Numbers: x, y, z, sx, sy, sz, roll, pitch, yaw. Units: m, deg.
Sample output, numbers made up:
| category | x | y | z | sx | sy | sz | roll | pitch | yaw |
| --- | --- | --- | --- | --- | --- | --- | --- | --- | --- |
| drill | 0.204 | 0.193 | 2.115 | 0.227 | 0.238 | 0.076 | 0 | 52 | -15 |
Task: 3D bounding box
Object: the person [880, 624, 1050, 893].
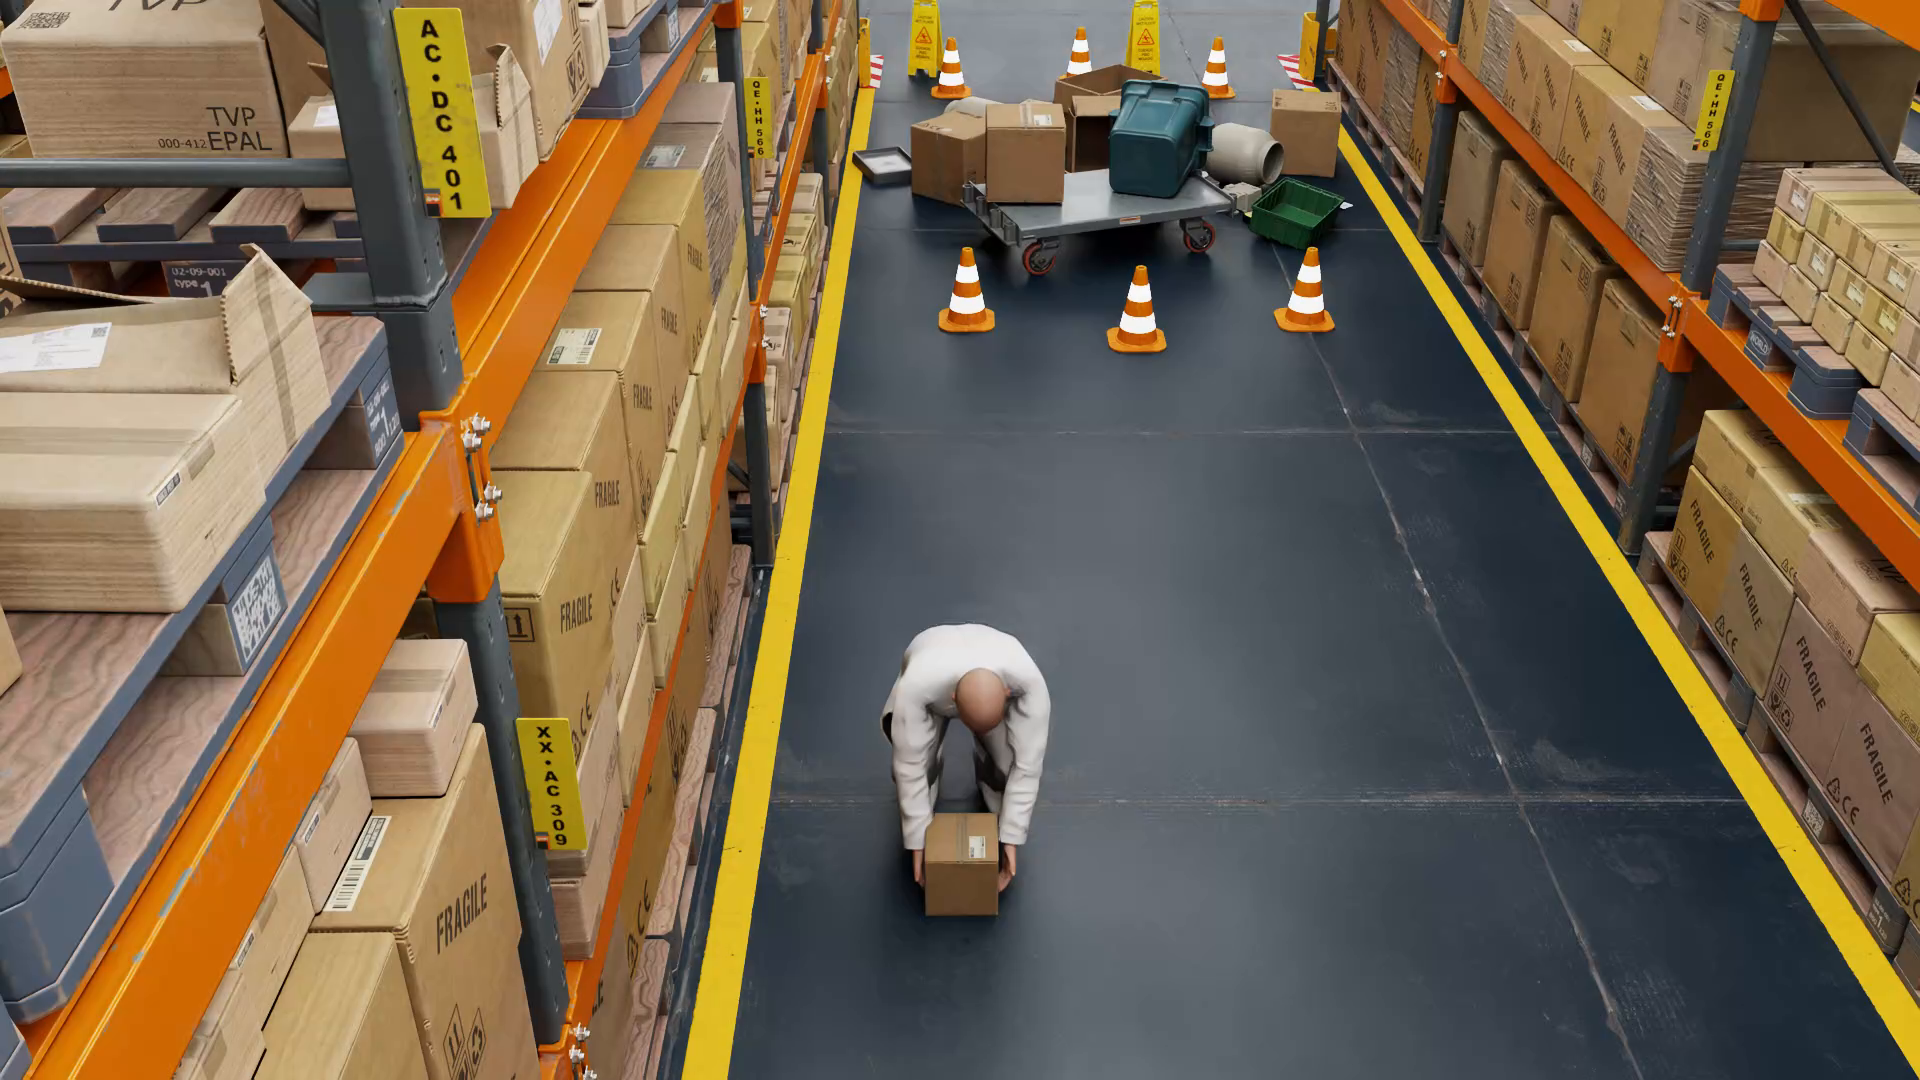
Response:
| category | x | y | z | sx | sy | sz | roll | pitch | yaw |
| --- | --- | --- | --- | --- | --- | --- | --- | --- | --- |
| person | 0.012 | 0.658 | 5.916 | 0.602 | 0.895 | 0.908 | 0 | 31 | 0 |
